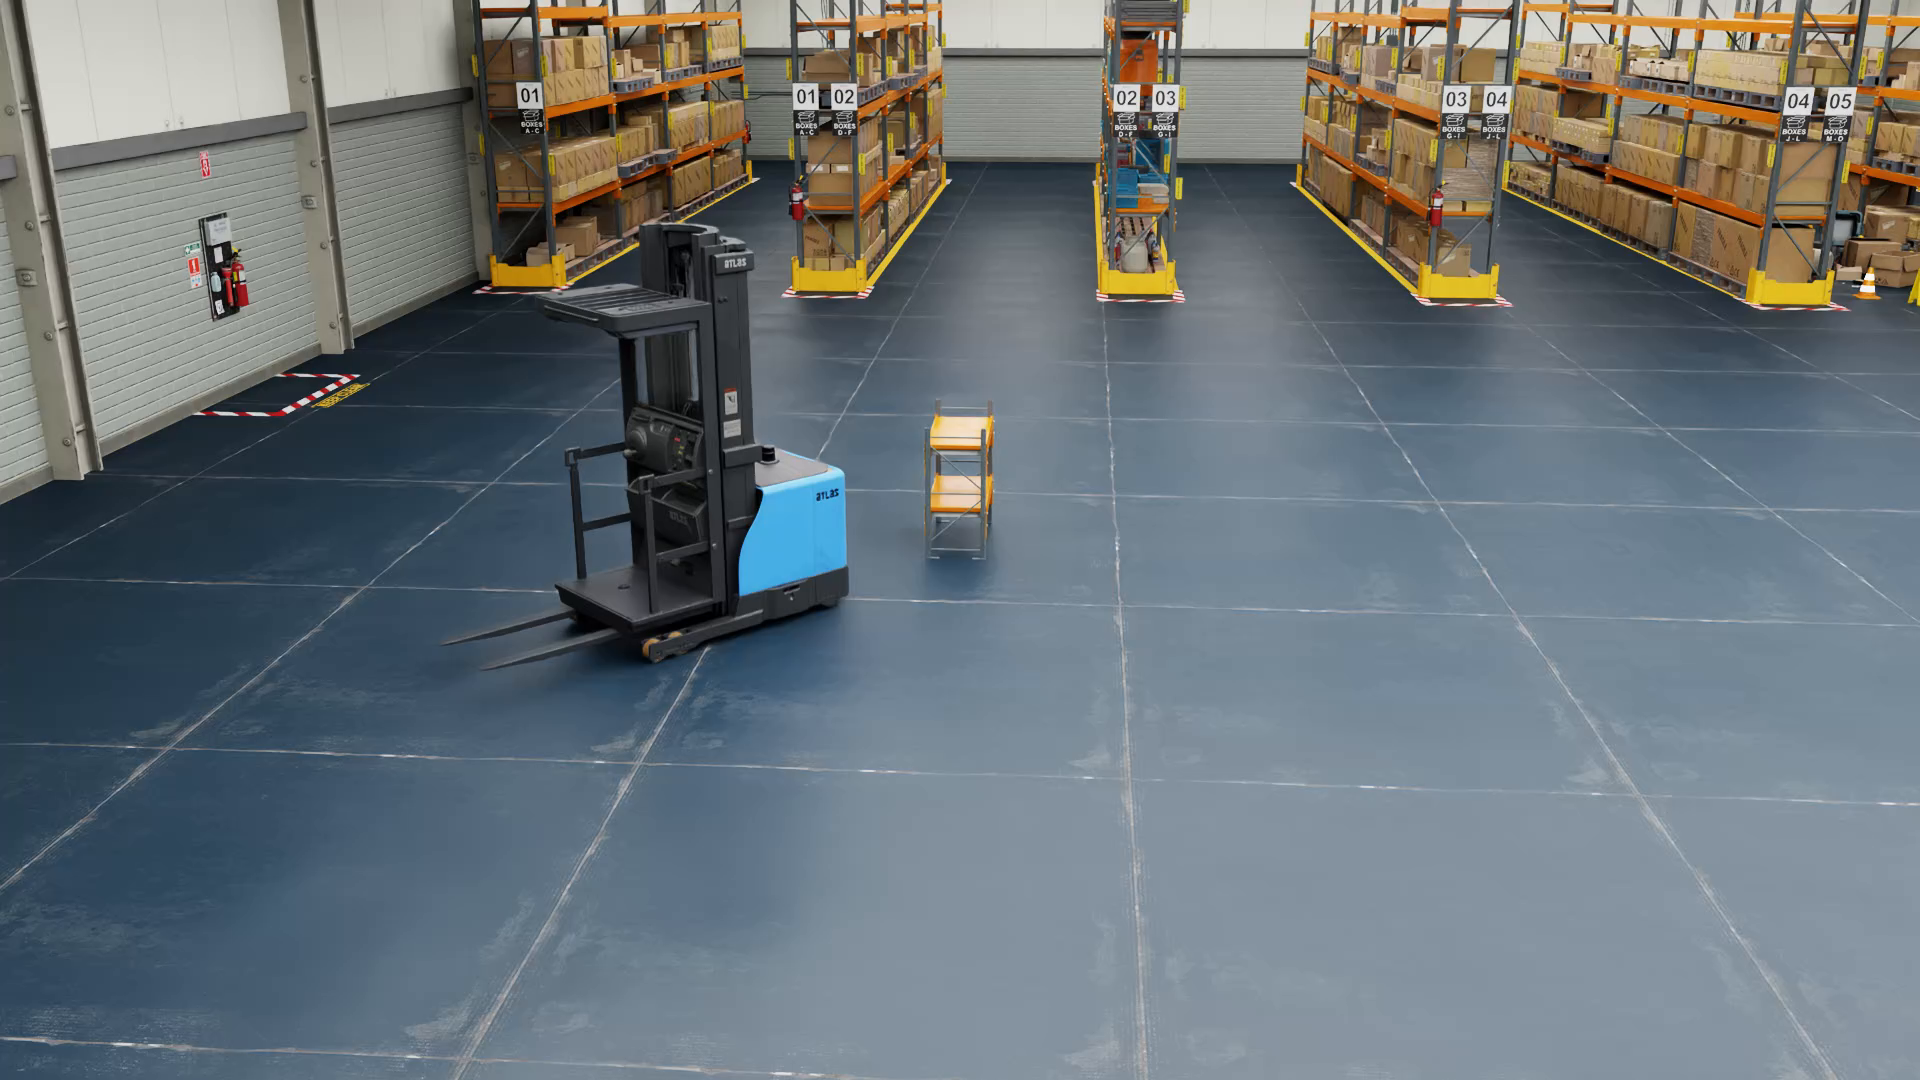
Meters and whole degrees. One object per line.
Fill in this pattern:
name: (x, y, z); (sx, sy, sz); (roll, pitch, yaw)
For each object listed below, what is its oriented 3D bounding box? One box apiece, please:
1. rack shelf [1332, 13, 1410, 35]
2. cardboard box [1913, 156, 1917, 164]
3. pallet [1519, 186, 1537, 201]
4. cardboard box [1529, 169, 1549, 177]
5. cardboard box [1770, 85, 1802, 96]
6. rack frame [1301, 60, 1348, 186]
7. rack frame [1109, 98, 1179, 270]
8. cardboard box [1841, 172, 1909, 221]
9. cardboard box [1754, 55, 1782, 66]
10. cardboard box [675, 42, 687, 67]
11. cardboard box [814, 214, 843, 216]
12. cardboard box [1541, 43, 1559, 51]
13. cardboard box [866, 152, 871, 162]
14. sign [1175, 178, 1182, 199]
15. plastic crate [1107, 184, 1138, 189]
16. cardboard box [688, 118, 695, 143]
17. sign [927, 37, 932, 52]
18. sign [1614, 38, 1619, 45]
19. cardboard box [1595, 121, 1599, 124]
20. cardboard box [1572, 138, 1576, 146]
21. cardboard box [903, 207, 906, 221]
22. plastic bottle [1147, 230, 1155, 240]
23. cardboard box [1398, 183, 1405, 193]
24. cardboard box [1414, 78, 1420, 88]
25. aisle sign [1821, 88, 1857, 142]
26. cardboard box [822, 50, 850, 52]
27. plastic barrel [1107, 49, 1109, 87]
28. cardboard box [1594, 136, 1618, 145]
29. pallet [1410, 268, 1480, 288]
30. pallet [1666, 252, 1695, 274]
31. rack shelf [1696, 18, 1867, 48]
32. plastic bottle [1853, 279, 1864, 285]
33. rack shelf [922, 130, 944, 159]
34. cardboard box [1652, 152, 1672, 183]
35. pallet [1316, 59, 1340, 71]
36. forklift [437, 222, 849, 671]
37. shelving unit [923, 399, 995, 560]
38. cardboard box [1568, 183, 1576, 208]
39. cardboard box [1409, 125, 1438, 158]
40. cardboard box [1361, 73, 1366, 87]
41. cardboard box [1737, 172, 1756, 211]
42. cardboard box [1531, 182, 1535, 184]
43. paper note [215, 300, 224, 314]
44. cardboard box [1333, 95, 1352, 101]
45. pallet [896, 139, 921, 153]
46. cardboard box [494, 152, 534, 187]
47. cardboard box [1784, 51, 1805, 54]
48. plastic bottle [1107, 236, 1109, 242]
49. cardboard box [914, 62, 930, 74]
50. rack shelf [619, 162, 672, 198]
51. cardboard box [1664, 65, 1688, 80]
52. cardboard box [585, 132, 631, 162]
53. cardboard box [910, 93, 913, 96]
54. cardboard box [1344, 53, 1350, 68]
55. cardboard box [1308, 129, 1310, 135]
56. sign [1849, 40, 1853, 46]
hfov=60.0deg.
rack shelf: (8.507, -10.658, 34.295); (1.077, 0.370, 4.000); (1, 18, 4)
cardboard box: (17.959, -7.059, 30.877); (0.380, 0.149, 0.250); (2, 18, 6)
pallet: (13.688, -8.082, 38.750); (1.003, 0.211, 1.213); (1, 18, 4)
cardboard box: (13.376, -8.469, 38.399); (0.380, 0.149, 0.250); (1, 18, 2)
cardboard box: (12.415, -6.755, 24.972); (0.380, 0.149, 0.250); (1, 18, 4)
rack frame: (8.937, -10.203, 40.742); (1.000, 3.000, 0.127); (1, 18, 4)
rack frame: (2.849, -5.344, 25.914); (1.000, 3.000, 0.127); (1, 18, 4)
cardboard box: (18.380, -6.899, 33.399); (0.875, 0.875, 0.875); (1, 18, 3)
cardboard box: (12.470, -7.373, 25.578); (0.380, 0.149, 0.250); (2, 18, 5)
cardboard box: (-6.320, -10.529, 36.053); (0.700, 0.500, 0.500); (1, 18, 3)
cardboard box: (-2.255, -5.344, 28.453); (0.500, 0.500, 0.500); (1, 18, 4)
cardboard box: (13.404, -11.184, 37.718); (0.380, 0.149, 0.250); (1, 18, 3)
cardboard box: (-1.719, -6.488, 28.202); (0.380, 0.149, 0.250); (2, 18, 6)
sign: (3.398, -5.462, 25.830); (0.100, 0.325, 0.005); (1, 18, 4)
plastic crate: (2.639, -5.637, 27.047); (0.499, 0.251, 0.408); (1, 18, 4)
cardboard box: (-6.055, -8.872, 36.010); (0.500, 0.500, 0.500); (2, 18, 5)
sign: (-0.677, -11.030, 36.986); (0.100, 0.325, 0.005); (1, 18, 4)
sign: (14.144, -10.665, 35.874); (0.100, 0.325, 0.005); (1, 18, 4)
cardboard box: (13.698, -8.807, 35.256); (0.380, 0.149, 0.250); (1, 18, 4)
cardboard box: (12.993, -8.302, 34.672); (0.380, 0.149, 0.250); (0, 18, 1)
cardboard box: (-1.345, -6.504, 33.197); (0.500, 0.250, 0.500); (1, 18, 3)
plastic bottle: (3.364, -5.270, 29.238); (0.144, 0.351, 0.185); (0, 18, 1)
cardboard box: (7.672, -5.986, 28.277); (0.380, 0.149, 0.250); (1, 18, 4)
cardboard box: (7.690, -7.519, 27.337); (0.380, 0.149, 0.250); (1, 18, 3)
aisle sign: (13.024, -6.298, 24.651); (0.394, 0.787, 0.004); (1, 18, 4)
cardboard box: (-2.103, -8.286, 29.017); (0.500, 0.500, 0.500); (3, 18, 8)
plastic barrel: (3.101, -9.005, 31.580); (0.600, 0.830, 0.708); (1, 18, 4)
cardboard box: (12.884, -7.961, 33.153); (0.380, 0.149, 0.250); (2, 18, 5)
pallet: (7.889, -4.183, 26.851); (1.003, 0.211, 1.213); (1, 18, 4)
pallet: (12.884, -4.774, 28.653); (1.003, 0.211, 1.213); (1, 18, 4)
rack shelf: (12.873, -8.031, 26.279); (1.077, 0.370, 4.000); (1, 18, 4)
plastic bottle: (14.718, -4.223, 27.212); (0.133, 0.061, 0.283); (-5, 19, -15)
rack shelf: (-1.087, -9.462, 39.637); (1.077, 0.370, 4.000); (1, 18, 4)
cardboard box: (12.823, -6.706, 29.911); (0.500, 0.500, 0.500); (1, 18, 3)
pallet: (8.809, -10.975, 38.426); (1.003, 0.211, 1.213); (1, 18, 4)
forklift: (-2.290, -0.709, 11.881); (3.031, 2.935, 1.130); (-16, 24, -40)
shelving unit: (0.000, -0.537, 14.254); (0.538, 1.125, 1.048); (1, 18, 4)
cardboard box: (13.212, -7.279, 35.160); (0.500, 0.500, 0.500); (2, 18, 5)
cardboard box: (7.695, -6.539, 27.319); (0.500, 0.500, 0.500); (1, 18, 4)
cardboard box: (8.076, -8.932, 32.288); (0.500, 0.250, 0.500); (2, 18, 5)
cardboard box: (12.729, -5.450, 25.997); (0.875, 0.550, 0.550); (1, 18, 4)
cardboard box: (13.438, -8.193, 38.514); (0.380, 0.149, 0.250); (2, 18, 5)
paper note: (-8.572, -2.700, 19.259); (0.016, 0.148, 0.142); (1, 18, 4)
cardboard box: (9.164, -10.472, 40.123); (0.500, 0.500, 0.500); (2, 18, 5)
pallet: (-1.383, -8.453, 35.711); (1.003, 0.211, 1.213); (1, 18, 4)
cardboard box: (-7.210, -6.011, 26.954); (0.500, 0.500, 0.500); (1, 18, 3)
cardboard box: (18.261, -10.553, 36.376); (0.396, 0.266, 0.258); (2, 18, 6)
plastic bottle: (2.598, -5.154, 28.991); (0.061, 0.283, 0.133); (2, 18, 6)
cardboard box: (-0.949, -10.682, 37.630); (0.500, 0.250, 0.500); (1, 18, 4)
rack shelf: (-6.602, -7.087, 32.388); (1.077, 0.370, 4.000); (1, 18, 4)
cardboard box: (12.886, -8.323, 29.595); (0.500, 0.250, 0.500); (1, 18, 3)
cardboard box: (-6.628, -7.395, 31.306); (0.700, 0.500, 0.500); (3, 18, 10)
cardboard box: (-1.382, -10.184, 38.918); (0.500, 0.500, 0.500); (1, 18, 4)
cardboard box: (8.482, -10.204, 35.399); (0.500, 0.311, 0.500); (1, 18, 2)
cardboard box: (8.530, -9.740, 39.734); (0.380, 0.149, 0.250); (1, 18, 3)
sign: (19.076, -10.551, 35.652); (0.100, 0.325, 0.005); (1, 18, 4)
